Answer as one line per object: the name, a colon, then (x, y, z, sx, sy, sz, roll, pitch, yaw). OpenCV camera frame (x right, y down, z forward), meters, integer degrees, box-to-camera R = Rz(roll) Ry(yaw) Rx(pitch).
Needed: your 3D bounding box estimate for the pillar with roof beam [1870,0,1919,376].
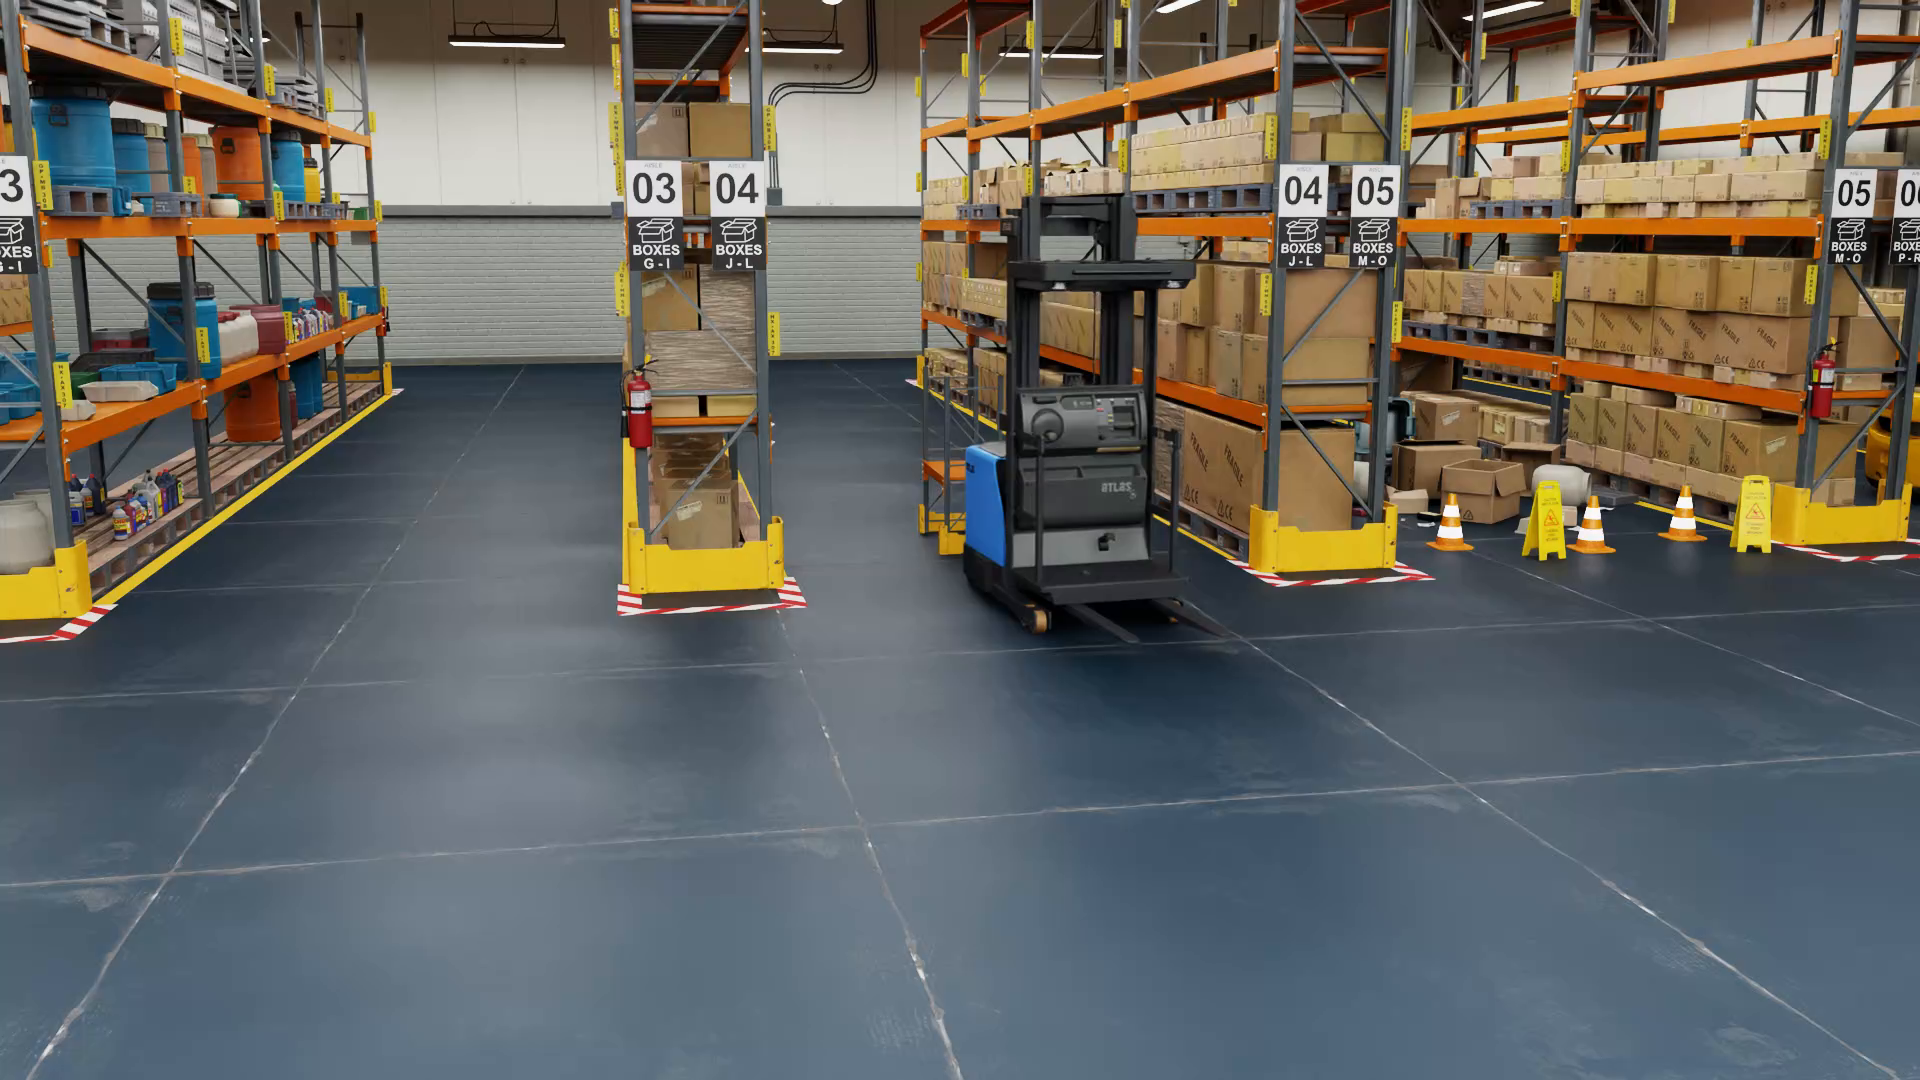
pillar with roof beam: (8.011, -5.696, 20.554, 9.100, 9.000, 0.400, -2, 11, -11)

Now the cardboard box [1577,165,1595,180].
cardboard box: (6.747, -3.869, 17.518, 0.380, 0.149, 0.250, -2, 11, -12)

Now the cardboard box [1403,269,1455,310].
cardboard box: (6.088, -3.241, 21.516, 0.500, 0.500, 0.500, -2, 11, -13)

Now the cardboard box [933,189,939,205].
cardboard box: (-0.145, -5.566, 26.958, 0.500, 0.250, 0.500, -2, 11, -10)

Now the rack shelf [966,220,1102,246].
rack shelf: (1.003, -4.219, 22.741, 1.077, 0.370, 4.000, -2, 11, -11)

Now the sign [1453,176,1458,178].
sign: (9.008, -6.462, 30.265, 0.100, 0.325, 0.005, -2, 11, -11)

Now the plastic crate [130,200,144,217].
plastic crate: (-6.865, -2.721, 13.651, 0.243, 0.136, 0.396, -2, 11, -11)

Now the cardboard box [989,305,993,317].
cardboard box: (0.601, -3.124, 22.636, 0.380, 0.149, 0.250, -2, 11, -9)

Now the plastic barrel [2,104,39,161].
plastic barrel: (-7.142, -2.899, 12.258, 0.600, 0.588, 0.600, 0, 11, 0)

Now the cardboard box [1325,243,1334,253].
cardboard box: (5.643, -4.590, 26.115, 0.380, 0.149, 0.250, -2, 11, -12)

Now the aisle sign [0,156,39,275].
aisle sign: (-6.494, -2.197, 11.265, 0.394, 0.787, 0.004, -2, 11, -11)

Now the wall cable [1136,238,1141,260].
wall cable: (3.552, -5.945, 35.110, 0.585, 1.953, 0.123, -2, 11, -11)

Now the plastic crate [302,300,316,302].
plastic crate: (-10.054, -3.626, 26.014, 0.416, 0.233, 0.300, -2, 11, -11)

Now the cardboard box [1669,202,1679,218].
cardboard box: (7.125, -3.197, 16.123, 0.380, 0.149, 0.250, -2, 11, -11)

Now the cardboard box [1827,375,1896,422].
cardboard box: (11.470, -1.793, 21.324, 0.875, 0.625, 0.625, -3, 11, -13)

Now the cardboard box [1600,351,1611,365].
cardboard box: (6.934, -1.912, 17.390, 0.380, 0.149, 0.250, -2, 11, -11)

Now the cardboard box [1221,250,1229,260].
cardboard box: (4.701, -4.651, 28.168, 0.500, 0.500, 0.500, -2, 11, -11)

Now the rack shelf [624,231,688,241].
rack shelf: (-4.660, -4.791, 25.745, 1.077, 0.370, 4.000, -2, 11, -11)

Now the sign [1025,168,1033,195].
sign: (0.859, -4.440, 20.596, 0.100, 0.325, 0.005, -2, 11, -11)

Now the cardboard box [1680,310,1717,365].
cardboard box: (7.221, -1.932, 15.760, 0.500, 0.500, 0.500, -2, 11, -11)

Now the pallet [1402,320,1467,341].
pallet: (6.471, -2.709, 21.422, 1.213, 0.211, 1.003, -2, 11, -11)

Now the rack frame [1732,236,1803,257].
rack frame: (11.096, -3.112, 23.022, 1.000, 3.000, 0.127, -2, 11, -11)

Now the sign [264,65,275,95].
sign: (-7.813, -5.200, 18.811, 0.100, 0.325, 0.005, -2, 11, -11)

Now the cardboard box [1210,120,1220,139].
cardboard box: (2.353, -3.497, 14.175, 0.380, 0.149, 0.250, -2, 11, -11)

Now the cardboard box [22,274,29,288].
cardboard box: (-14.312, -4.054, 25.030, 0.500, 0.500, 0.500, -2, 11, -9)

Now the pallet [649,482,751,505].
pallet: (-2.550, -0.345, 15.942, 1.003, 0.211, 1.213, -2, 11, -11)

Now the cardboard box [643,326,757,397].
cardboard box: (-2.017, -1.400, 12.966, 0.875, 0.500, 0.500, -2, 11, -11)

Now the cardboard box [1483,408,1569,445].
cardboard box: (6.758, -1.340, 19.619, 0.950, 0.372, 0.625, -1, 11, -7)

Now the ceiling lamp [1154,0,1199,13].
ceiling lamp: (3.470, -9.246, 23.596, 0.800, 3.185, 2.000, -2, 11, -11)

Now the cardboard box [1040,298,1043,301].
cardboard box: (0.849, -3.035, 21.372, 0.380, 0.149, 0.250, -2, 11, -10)

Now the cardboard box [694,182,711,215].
cardboard box: (-1.777, -2.600, 12.715, 0.500, 0.250, 0.500, -2, 11, -9)

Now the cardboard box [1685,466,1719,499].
cardboard box: (7.269, -0.552, 15.807, 0.500, 0.250, 0.500, -2, 11, -11)

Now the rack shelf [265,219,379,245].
rack shelf: (-9.518, -4.610, 24.799, 1.077, 0.370, 4.000, -2, 11, -11)

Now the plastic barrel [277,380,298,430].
plastic barrel: (-8.683, -1.708, 20.973, 0.600, 0.588, 0.708, -2, 11, -11)

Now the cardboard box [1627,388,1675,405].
cardboard box: (6.978, -1.453, 16.797, 0.380, 0.149, 0.250, -1, 11, -8)

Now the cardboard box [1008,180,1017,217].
cardboard box: (0.921, -4.441, 21.718, 0.500, 0.500, 0.500, -2, 11, -11)

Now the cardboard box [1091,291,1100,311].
cardboard box: (1.867, -2.816, 18.529, 0.700, 0.500, 0.500, -2, 11, -11)

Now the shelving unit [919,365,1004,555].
shelving unit: (0.015, -0.723, 14.483, 0.587, 1.500, 1.083, -2, 11, -11)

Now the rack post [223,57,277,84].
rack post: (-8.533, -5.431, 19.367, 0.954, 0.300, 0.937, -2, 11, -11)

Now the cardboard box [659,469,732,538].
cardboard box: (-2.192, -0.305, 13.837, 0.500, 0.500, 0.500, 1, 11, 4)

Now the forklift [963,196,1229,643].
forklift: (0.933, -0.883, 11.496, 1.130, 2.935, 3.031, -3, 11, -16)

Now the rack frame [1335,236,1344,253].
rack frame: (5.450, -3.664, 25.924, 1.000, 3.000, 0.127, -2, 11, -11)

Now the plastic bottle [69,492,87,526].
plastic bottle: (-7.564, -0.269, 14.193, 0.152, 0.276, 0.135, -2, 11, -11)

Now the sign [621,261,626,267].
sign: (-5.595, -4.482, 27.697, 0.100, 0.325, 0.005, -2, 11, -11)

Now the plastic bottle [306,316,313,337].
plastic bottle: (-8.495, -2.775, 21.587, 0.152, 0.276, 0.135, -2, 11, -11)

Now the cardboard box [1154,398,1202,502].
cardboard box: (2.402, -0.878, 15.844, 0.875, 0.875, 0.875, -2, 11, -11)

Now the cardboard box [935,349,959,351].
cardboard box: (-0.224, -3.142, 28.095, 0.380, 0.149, 0.250, -2, 11, -10)

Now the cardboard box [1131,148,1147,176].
cardboard box: (1.990, -3.700, 16.305, 0.500, 0.250, 0.500, -2, 11, -11)

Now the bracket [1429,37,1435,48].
bracket: (9.471, -9.885, 32.936, 0.235, 0.232, 0.430, -2, 11, -11)

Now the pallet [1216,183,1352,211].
pallet: (2.793, -2.830, 13.759, 1.003, 0.211, 1.213, -2, 11, -11)

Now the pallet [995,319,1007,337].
pallet: (1.149, -2.764, 21.711, 1.213, 0.211, 1.003, -2, 11, -11)

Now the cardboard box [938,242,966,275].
cardboard box: (-0.051, -4.512, 26.641, 0.500, 0.500, 0.500, -2, 11, -13)

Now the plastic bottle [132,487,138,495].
plastic bottle: (-7.161, -0.327, 14.483, 0.061, 0.283, 0.133, -2, 11, -11)
